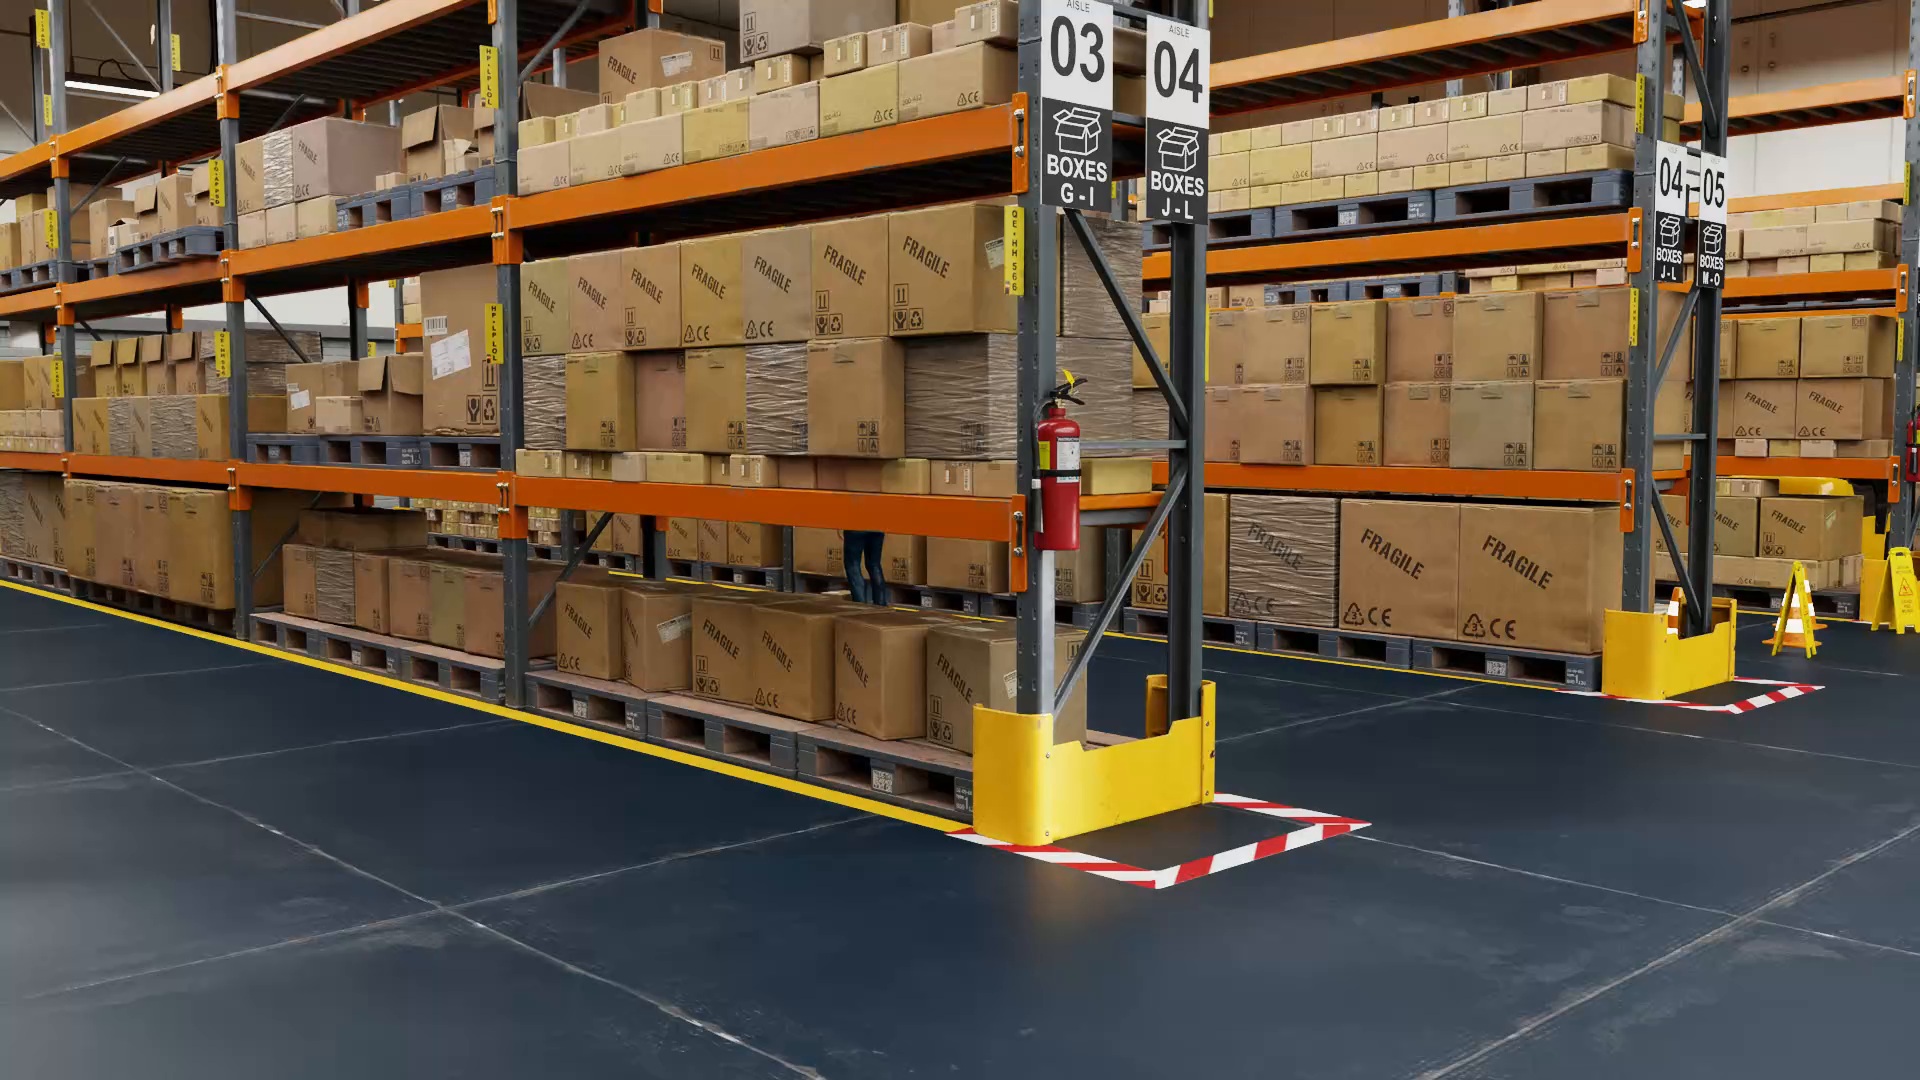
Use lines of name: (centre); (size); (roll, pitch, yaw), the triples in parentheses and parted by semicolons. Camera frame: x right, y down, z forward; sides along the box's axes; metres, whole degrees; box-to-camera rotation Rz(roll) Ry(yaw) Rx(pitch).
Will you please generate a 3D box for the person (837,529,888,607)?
person: (-0.751, -0.119, 12.930); (0.461, 1.593, 0.343); (-4, 6, -43)
